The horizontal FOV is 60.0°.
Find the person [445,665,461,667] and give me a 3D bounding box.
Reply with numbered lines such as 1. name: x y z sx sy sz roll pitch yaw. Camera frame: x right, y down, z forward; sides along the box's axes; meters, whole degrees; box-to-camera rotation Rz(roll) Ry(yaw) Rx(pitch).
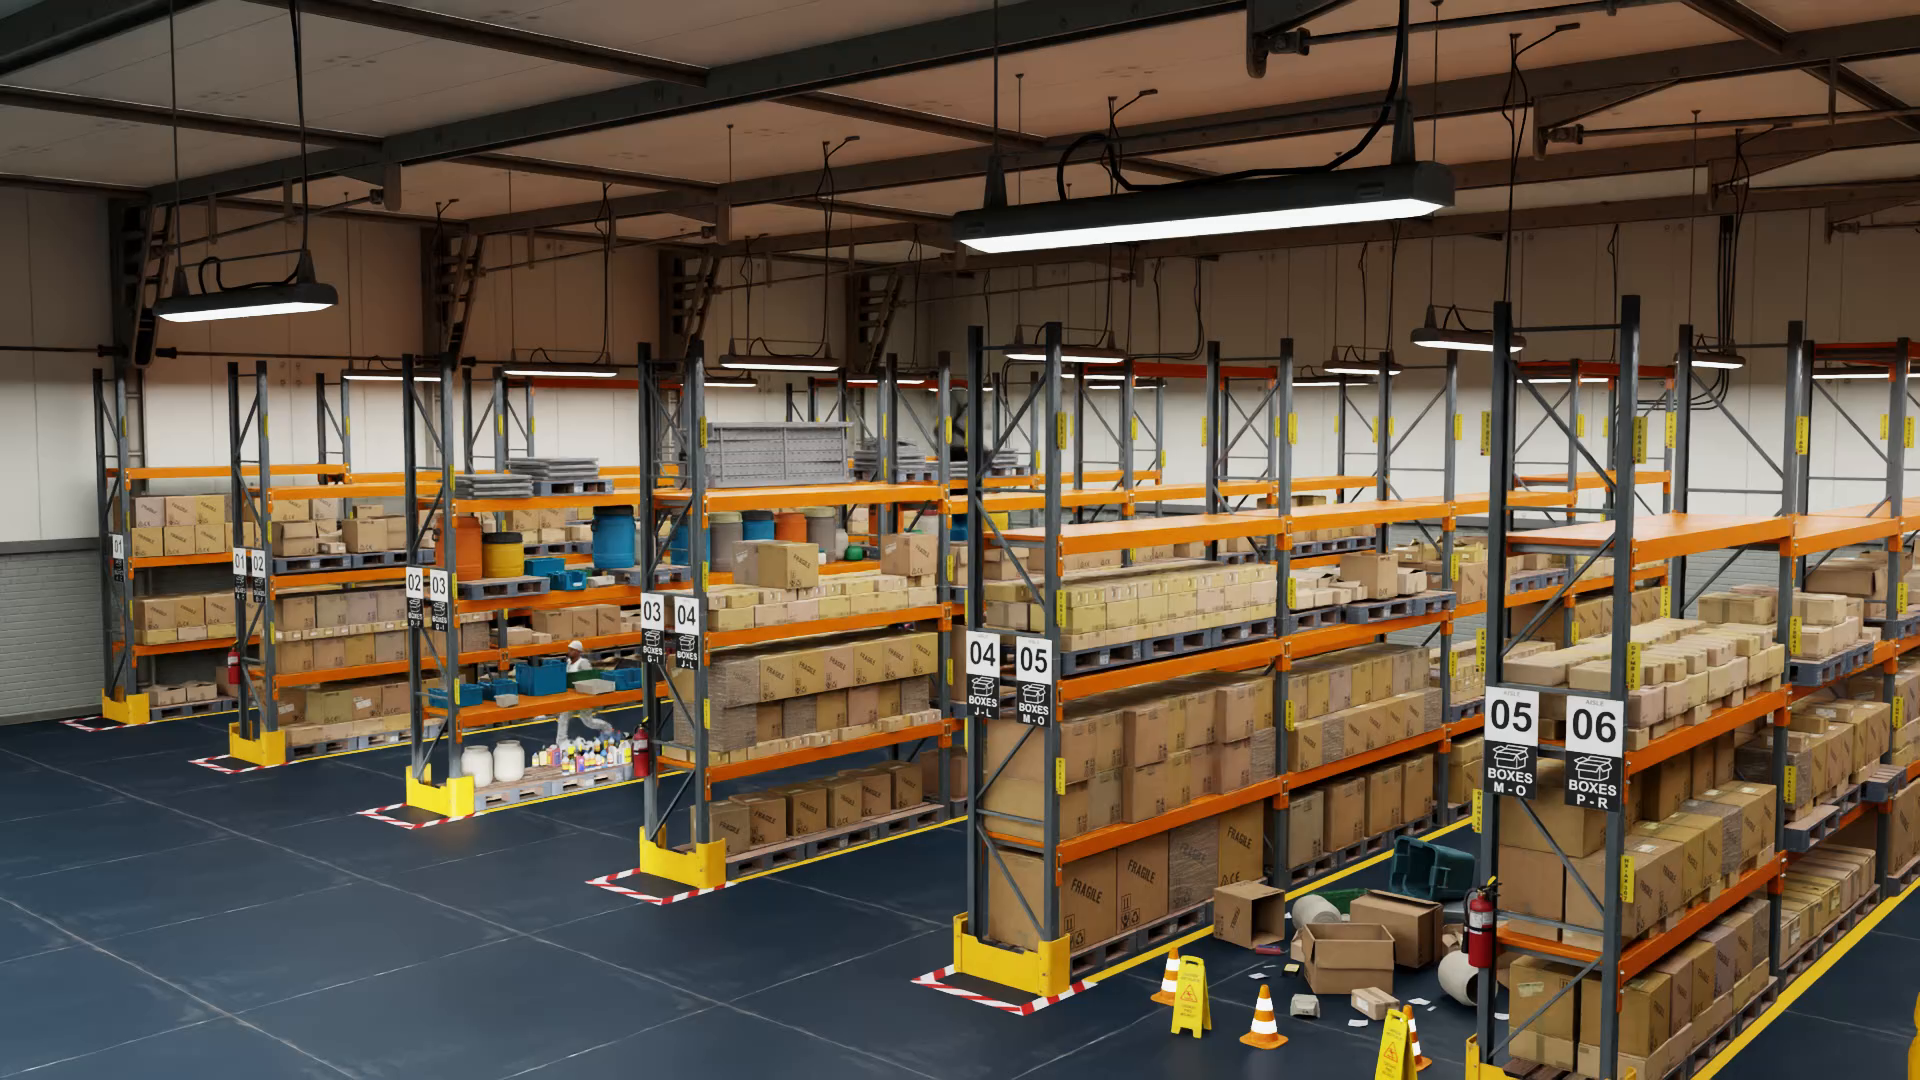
1. person: -9.020 2.170 29.505 0.612 1.648 0.555 3 5 39

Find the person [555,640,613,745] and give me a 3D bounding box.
1. person: -5.803 2.418 25.382 0.648 1.783 1.166 3 5 37

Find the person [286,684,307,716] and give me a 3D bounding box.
1. person: -10.869 2.347 27.071 0.645 1.687 0.557 3 5 38
